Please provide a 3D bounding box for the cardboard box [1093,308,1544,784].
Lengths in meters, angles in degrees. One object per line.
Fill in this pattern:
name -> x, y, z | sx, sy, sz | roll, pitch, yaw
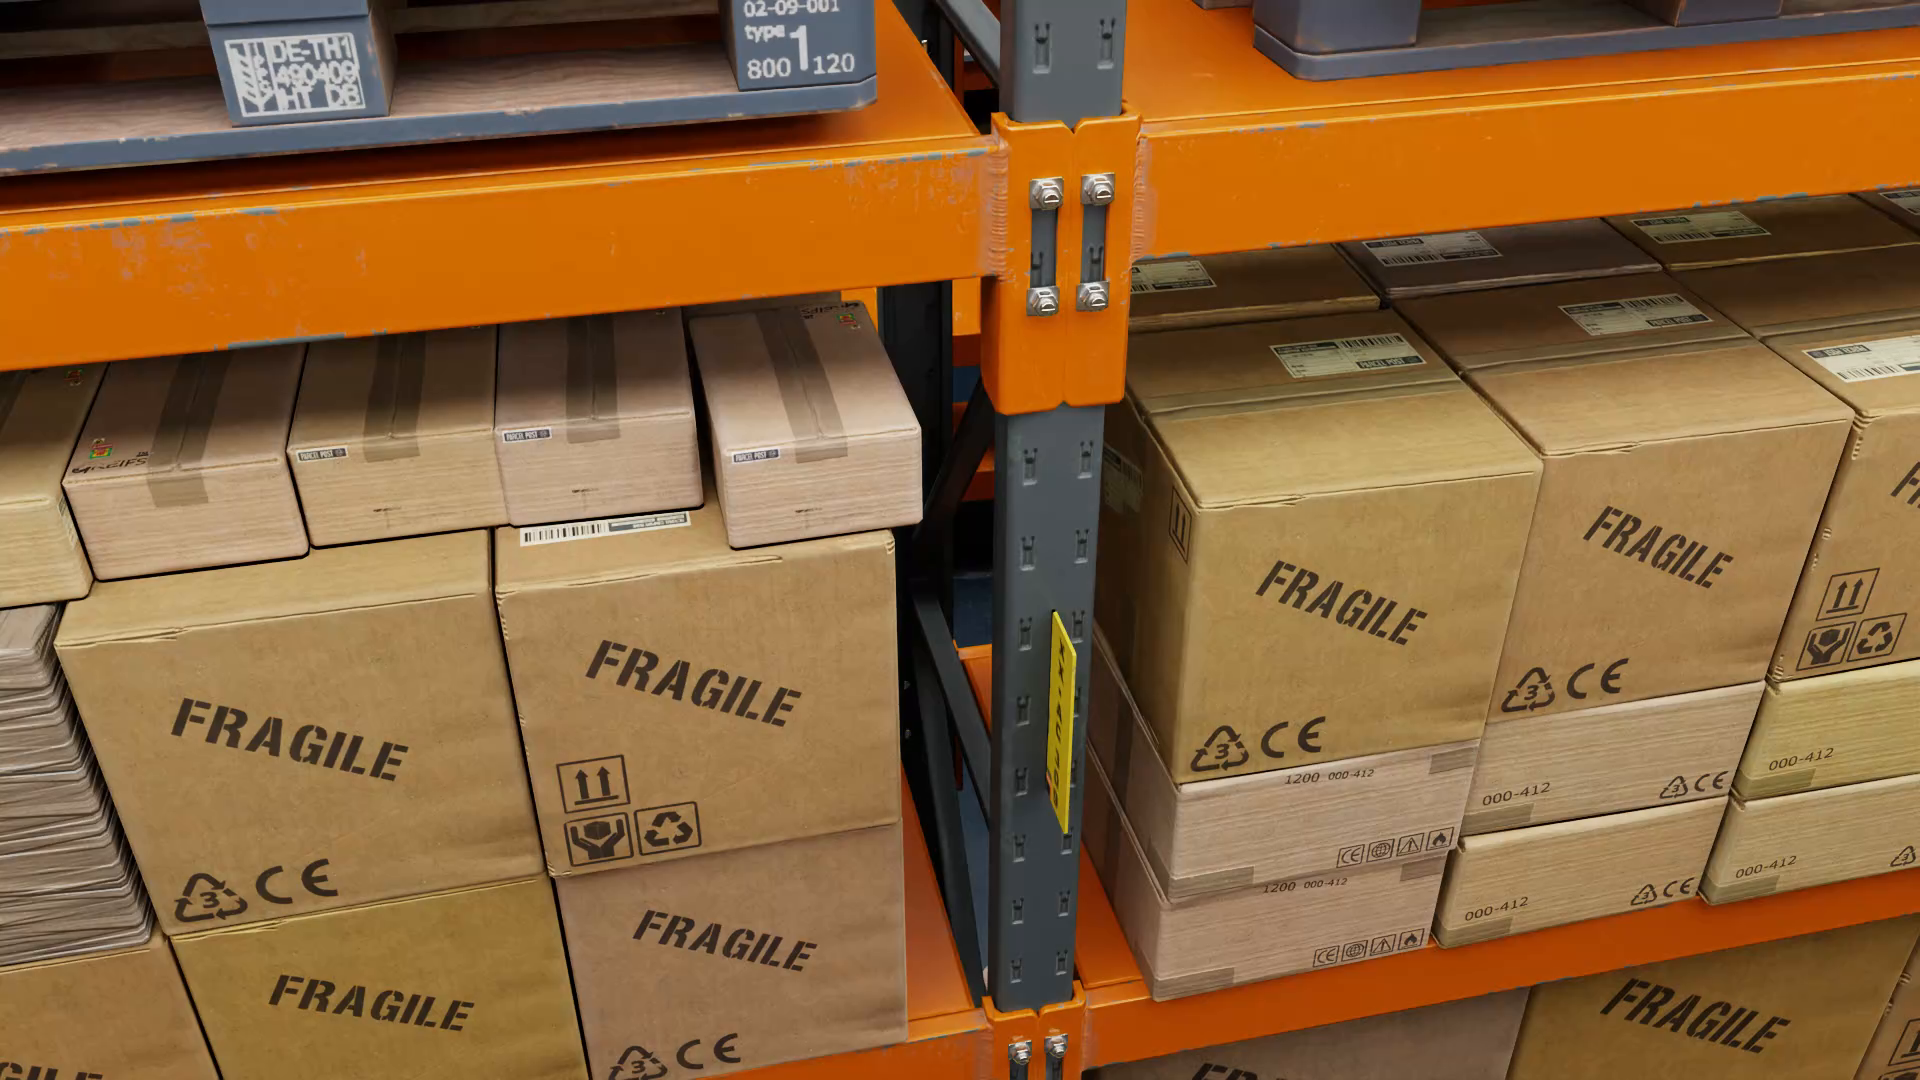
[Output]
cardboard box -> 0.509, -0.005, 2.578 | 0.500, 0.500, 0.500 | -7, 34, -10

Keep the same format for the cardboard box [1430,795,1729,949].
cardboard box -> 1.008, 0.437, 3.041 | 0.500, 0.250, 0.500 | -8, 35, -12

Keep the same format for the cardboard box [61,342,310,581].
cardboard box -> -0.983, -0.126, 2.176 | 0.250, 0.149, 0.380 | -7, 35, -11

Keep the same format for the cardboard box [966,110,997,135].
cardboard box -> 0.091, -1.808, 7.536 | 0.250, 0.149, 0.380 | -8, 35, -11

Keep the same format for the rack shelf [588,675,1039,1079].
rack shelf -> -1.934, 0.894, 2.871 | 4.000, 0.370, 1.077 | -7, 35, -11

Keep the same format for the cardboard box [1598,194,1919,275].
cardboard box -> 1.399, -0.418, 3.193 | 0.500, 0.500, 0.500 | -6, 34, -9

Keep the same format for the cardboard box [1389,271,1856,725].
cardboard box -> 0.999, -0.082, 2.694 | 0.500, 0.500, 0.500 | -7, 35, -11

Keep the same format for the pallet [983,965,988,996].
pallet -> 0.752, 1.372, 4.016 | 1.213, 0.211, 1.003 | -7, 35, -11

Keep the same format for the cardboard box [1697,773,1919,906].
cardboard box -> 1.511, 0.383, 3.122 | 0.500, 0.250, 0.500 | -7, 35, -11

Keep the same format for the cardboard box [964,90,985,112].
cardboard box -> -0.052, -2.071, 7.928 | 0.250, 0.149, 0.380 | -9, 35, -13

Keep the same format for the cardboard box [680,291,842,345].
cardboard box -> -0.349, -0.479, 2.702 | 0.250, 0.149, 0.380 | -8, 35, -11

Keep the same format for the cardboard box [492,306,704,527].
cardboard box -> -0.495, -0.192, 2.275 | 0.250, 0.149, 0.380 | -6, 34, -9

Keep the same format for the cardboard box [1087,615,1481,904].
cardboard box -> 0.508, 0.304, 2.792 | 0.500, 0.250, 0.500 | -8, 35, -12

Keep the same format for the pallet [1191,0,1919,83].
pallet -> 0.900, -0.956, 2.462 | 1.217, 0.209, 0.805 | -9, 35, -12

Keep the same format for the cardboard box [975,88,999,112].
cardboard box -> 0.228, -2.075, 7.935 | 0.250, 0.149, 0.380 | -6, 34, -9

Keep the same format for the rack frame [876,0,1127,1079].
rack frame -> 0.016, 0.350, 3.037 | 0.127, 3.000, 1.000 | -7, 35, -11

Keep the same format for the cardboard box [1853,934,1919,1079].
cardboard box -> 2.355, 0.713, 4.025 | 0.875, 0.875, 0.875 | -7, 34, -10

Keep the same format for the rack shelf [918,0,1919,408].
rack shelf -> 1.967, -0.843, 2.768 | 4.000, 0.370, 1.077 | -7, 35, -11

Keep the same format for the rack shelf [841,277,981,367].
rack shelf -> -0.165, -0.707, 5.768 | 1.000, 0.278, 0.538 | -5, 34, -8

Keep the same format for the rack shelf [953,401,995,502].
rack shelf -> -0.165, -0.260, 6.067 | 1.000, 0.278, 0.538 | -5, 34, -8

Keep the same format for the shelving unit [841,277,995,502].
shelving unit -> -0.165, -0.464, 5.931 | 1.048, 1.125, 0.538 | -5, 34, -8

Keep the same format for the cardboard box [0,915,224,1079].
cardboard box -> -1.367, 0.640, 2.514 | 0.500, 0.500, 0.500 | -8, 35, -11

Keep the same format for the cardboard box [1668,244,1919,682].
cardboard box -> 1.489, -0.143, 2.784 | 0.500, 0.500, 0.500 | -8, 35, -12

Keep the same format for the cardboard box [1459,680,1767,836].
cardboard box -> 1.010, 0.224, 2.910 | 0.500, 0.250, 0.500 | -7, 34, -10

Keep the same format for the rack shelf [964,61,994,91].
rack shelf -> 0.868, -2.295, 7.623 | 4.000, 0.370, 1.077 | -7, 35, -11

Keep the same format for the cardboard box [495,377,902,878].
cardboard box -> -0.383, 0.101, 2.420 | 0.500, 0.500, 0.500 | -7, 35, -11

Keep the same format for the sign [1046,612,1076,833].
sign -> 0.140, 0.259, 2.324 | 0.005, 0.325, 0.100 | -7, 35, -11

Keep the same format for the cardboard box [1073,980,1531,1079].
cardboard box -> 0.603, 0.938, 3.690 | 0.875, 0.875, 0.875 | -6, 34, -9

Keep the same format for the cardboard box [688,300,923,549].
cardboard box -> -0.214, -0.165, 2.235 | 0.250, 0.149, 0.380 | -8, 35, -12

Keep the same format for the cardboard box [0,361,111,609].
cardboard box -> -1.219, -0.075, 2.101 | 0.250, 0.149, 0.380 | -7, 35, -11

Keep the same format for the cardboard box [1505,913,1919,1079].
cardboard box -> 1.483, 0.823, 3.862 | 0.875, 0.875, 0.875 | -6, 34, -9

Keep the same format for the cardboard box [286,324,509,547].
cardboard box -> -0.740, -0.167, 2.237 | 0.250, 0.149, 0.380 | -7, 35, -10

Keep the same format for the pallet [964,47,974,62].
pallet -> -0.279, -2.307, 7.168 | 1.213, 0.211, 1.003 | -7, 35, -11

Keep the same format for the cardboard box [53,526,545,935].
cardboard box -> -0.880, 0.159, 2.334 | 0.500, 0.500, 0.500 | -8, 35, -11

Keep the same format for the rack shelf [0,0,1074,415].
rack shelf -> -1.934, -0.351, 2.035 | 4.000, 0.370, 1.077 | -7, 35, -11

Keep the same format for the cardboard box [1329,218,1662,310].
cardboard box -> 0.900, -0.366, 3.116 | 0.500, 0.500, 0.500 | -7, 34, -10

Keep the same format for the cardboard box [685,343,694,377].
cardboard box -> -0.502, -0.180, 2.839 | 0.500, 0.500, 0.500 | -7, 34, -10

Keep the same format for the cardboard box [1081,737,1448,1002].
cardboard box -> 0.504, 0.501, 2.945 | 0.500, 0.250, 0.500 | -8, 35, -12

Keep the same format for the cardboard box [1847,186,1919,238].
cardboard box -> 1.900, -0.489, 3.300 | 0.500, 0.500, 0.500 | -7, 34, -10

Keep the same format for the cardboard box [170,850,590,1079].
cardboard box -> -0.880, 0.570, 2.618 | 0.500, 0.500, 0.500 | -8, 35, -12

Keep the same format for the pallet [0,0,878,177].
pallet -> -0.784, -0.764, 2.084 | 1.213, 0.211, 1.003 | -7, 35, -11

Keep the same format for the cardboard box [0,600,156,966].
cardboard box -> -1.374, 0.227, 2.233 | 0.500, 0.500, 0.500 | -7, 34, -10

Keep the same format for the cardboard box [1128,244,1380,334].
cardboard box -> 0.397, -0.298, 3.016 | 0.500, 0.500, 0.500 | -6, 34, -9

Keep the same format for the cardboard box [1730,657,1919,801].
cardboard box -> 1.508, 0.177, 2.981 | 0.500, 0.250, 0.500 | -7, 34, -10

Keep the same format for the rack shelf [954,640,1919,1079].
rack shelf -> 1.967, 0.403, 3.604 | 4.000, 0.370, 1.077 | -7, 35, -11

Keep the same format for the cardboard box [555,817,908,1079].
cardboard box -> -0.380, 0.504, 2.717 | 0.500, 0.500, 0.500 | -7, 34, -10
